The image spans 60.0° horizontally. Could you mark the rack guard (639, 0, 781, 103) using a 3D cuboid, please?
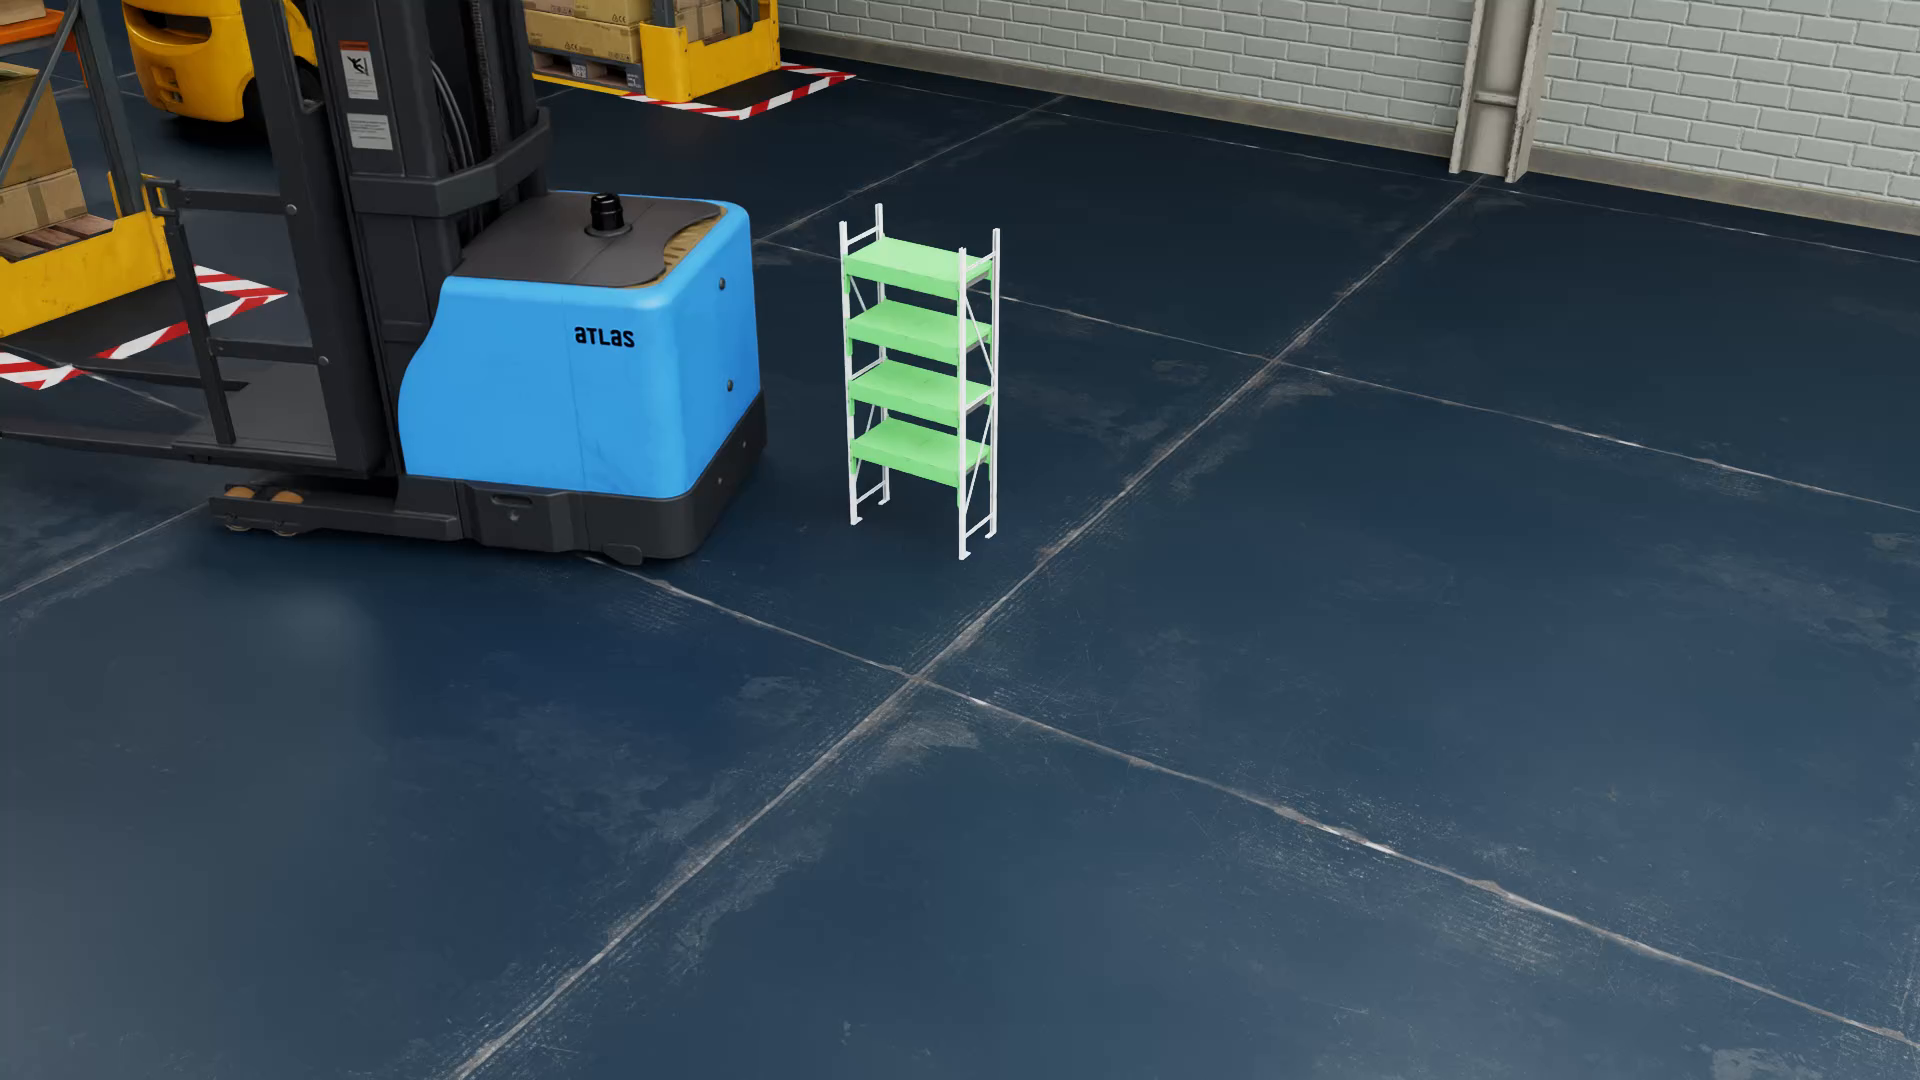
[{"bbox_3d":[-1.745,-3.487,11.731,0.348,0.500,1.175,18,35,27],"label":"rack guard"}]

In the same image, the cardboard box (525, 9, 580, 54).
[{"bbox_3d":[-2.747,-3.695,11.920,0.500,0.250,0.500,18,35,27],"label":"cardboard box"}]

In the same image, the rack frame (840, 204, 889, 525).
[{"bbox_3d":[-0.347,-0.628,6.136,0.015,1.200,0.240,18,35,27],"label":"rack frame"}]

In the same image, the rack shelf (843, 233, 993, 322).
[{"bbox_3d":[-0.140,-0.922,5.814,0.480,0.148,0.258,18,35,27],"label":"rack shelf"}]

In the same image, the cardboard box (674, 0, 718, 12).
[{"bbox_3d":[-2.053,-3.998,11.942,0.500,0.250,0.500,18,35,28],"label":"cardboard box"}]

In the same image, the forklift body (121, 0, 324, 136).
[{"bbox_3d":[-4.341,-3.936,10.863,1.214,2.155,2.313,18,35,27],"label":"forklift body"}]

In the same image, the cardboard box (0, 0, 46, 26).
[{"bbox_3d":[-4.578,-2.525,7.850,0.250,0.149,0.380,18,35,28],"label":"cardboard box"}]

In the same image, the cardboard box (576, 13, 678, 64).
[{"bbox_3d":[-2.331,-3.558,11.684,0.500,0.250,0.500,18,35,28],"label":"cardboard box"}]

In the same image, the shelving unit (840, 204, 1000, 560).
[{"bbox_3d":[-0.140,-0.563,6.024,0.503,1.200,0.258,18,35,27],"label":"shelving unit"}]

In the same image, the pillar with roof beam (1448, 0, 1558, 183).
[{"bbox_3d":[0.918,-4.291,4.675,0.400,9.000,9.100,18,35,27],"label":"pillar with roof beam"}]

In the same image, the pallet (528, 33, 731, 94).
[{"bbox_3d":[-2.435,-3.556,12.136,1.213,0.211,1.003,18,35,27],"label":"pallet"}]

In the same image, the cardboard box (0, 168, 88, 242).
[{"bbox_3d":[-4.937,-1.782,8.639,0.500,0.250,0.500,17,34,27],"label":"cardboard box"}]

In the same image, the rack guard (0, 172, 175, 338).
[{"bbox_3d":[-4.465,-1.395,8.144,0.348,0.500,1.175,18,35,27],"label":"rack guard"}]

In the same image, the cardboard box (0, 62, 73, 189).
[{"bbox_3d":[-4.957,-2.112,8.461,0.500,0.500,0.500,16,34,26],"label":"cardboard box"}]

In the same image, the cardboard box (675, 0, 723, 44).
[{"bbox_3d":[-2.077,-3.782,12.068,0.500,0.250,0.500,18,35,28],"label":"cardboard box"}]

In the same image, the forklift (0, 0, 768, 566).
[{"bbox_3d":[-2.355,-1.533,5.970,3.031,2.935,1.130,6,31,10],"label":"forklift"}]

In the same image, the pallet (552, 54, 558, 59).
[{"bbox_3d":[-3.464,-3.883,12.697,1.213,0.211,1.003,18,35,27],"label":"pallet"}]

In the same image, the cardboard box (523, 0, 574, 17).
[{"bbox_3d":[-2.763,-3.919,11.807,0.500,0.250,0.500,17,34,27],"label":"cardboard box"}]

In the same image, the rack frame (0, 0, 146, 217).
[{"bbox_3d":[-4.401,-2.454,7.480,0.127,3.000,1.000,18,35,27],"label":"rack frame"}]

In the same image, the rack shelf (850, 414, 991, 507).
[{"bbox_3d":[-0.140,-0.300,6.177,0.480,0.148,0.258,18,35,27],"label":"rack shelf"}]

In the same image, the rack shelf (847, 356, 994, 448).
[{"bbox_3d":[-0.140,-0.507,6.056,0.480,0.148,0.258,18,35,27],"label":"rack shelf"}]

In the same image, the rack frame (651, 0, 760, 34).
[{"bbox_3d":[-1.765,-4.573,11.113,0.127,3.000,1.000,18,35,27],"label":"rack frame"}]

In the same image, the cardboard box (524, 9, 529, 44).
[{"bbox_3d":[-3.166,-3.833,12.156,0.500,0.250,0.500,18,35,28],"label":"cardboard box"}]

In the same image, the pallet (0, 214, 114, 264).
[{"bbox_3d":[-5.134,-1.503,8.616,1.213,0.211,1.003,18,35,27],"label":"pallet"}]

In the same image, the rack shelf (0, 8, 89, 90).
[{"bbox_3d":[-6.095,-2.679,8.579,4.000,0.370,1.077,18,35,27],"label":"rack shelf"}]

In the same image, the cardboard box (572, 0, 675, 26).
[{"bbox_3d":[-2.343,-3.780,11.568,0.500,0.250,0.500,17,34,27],"label":"cardboard box"}]

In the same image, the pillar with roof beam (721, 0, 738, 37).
[{"bbox_3d":[-4.164,-5.899,7.431,0.400,9.000,9.100,18,35,27],"label":"pillar with roof beam"}]

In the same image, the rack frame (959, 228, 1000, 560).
[{"bbox_3d":[0.066,-0.497,5.912,0.015,1.200,0.240,18,35,27],"label":"rack frame"}]

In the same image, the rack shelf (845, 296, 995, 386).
[{"bbox_3d":[-0.140,-0.715,5.935,0.480,0.148,0.258,18,35,27],"label":"rack shelf"}]
